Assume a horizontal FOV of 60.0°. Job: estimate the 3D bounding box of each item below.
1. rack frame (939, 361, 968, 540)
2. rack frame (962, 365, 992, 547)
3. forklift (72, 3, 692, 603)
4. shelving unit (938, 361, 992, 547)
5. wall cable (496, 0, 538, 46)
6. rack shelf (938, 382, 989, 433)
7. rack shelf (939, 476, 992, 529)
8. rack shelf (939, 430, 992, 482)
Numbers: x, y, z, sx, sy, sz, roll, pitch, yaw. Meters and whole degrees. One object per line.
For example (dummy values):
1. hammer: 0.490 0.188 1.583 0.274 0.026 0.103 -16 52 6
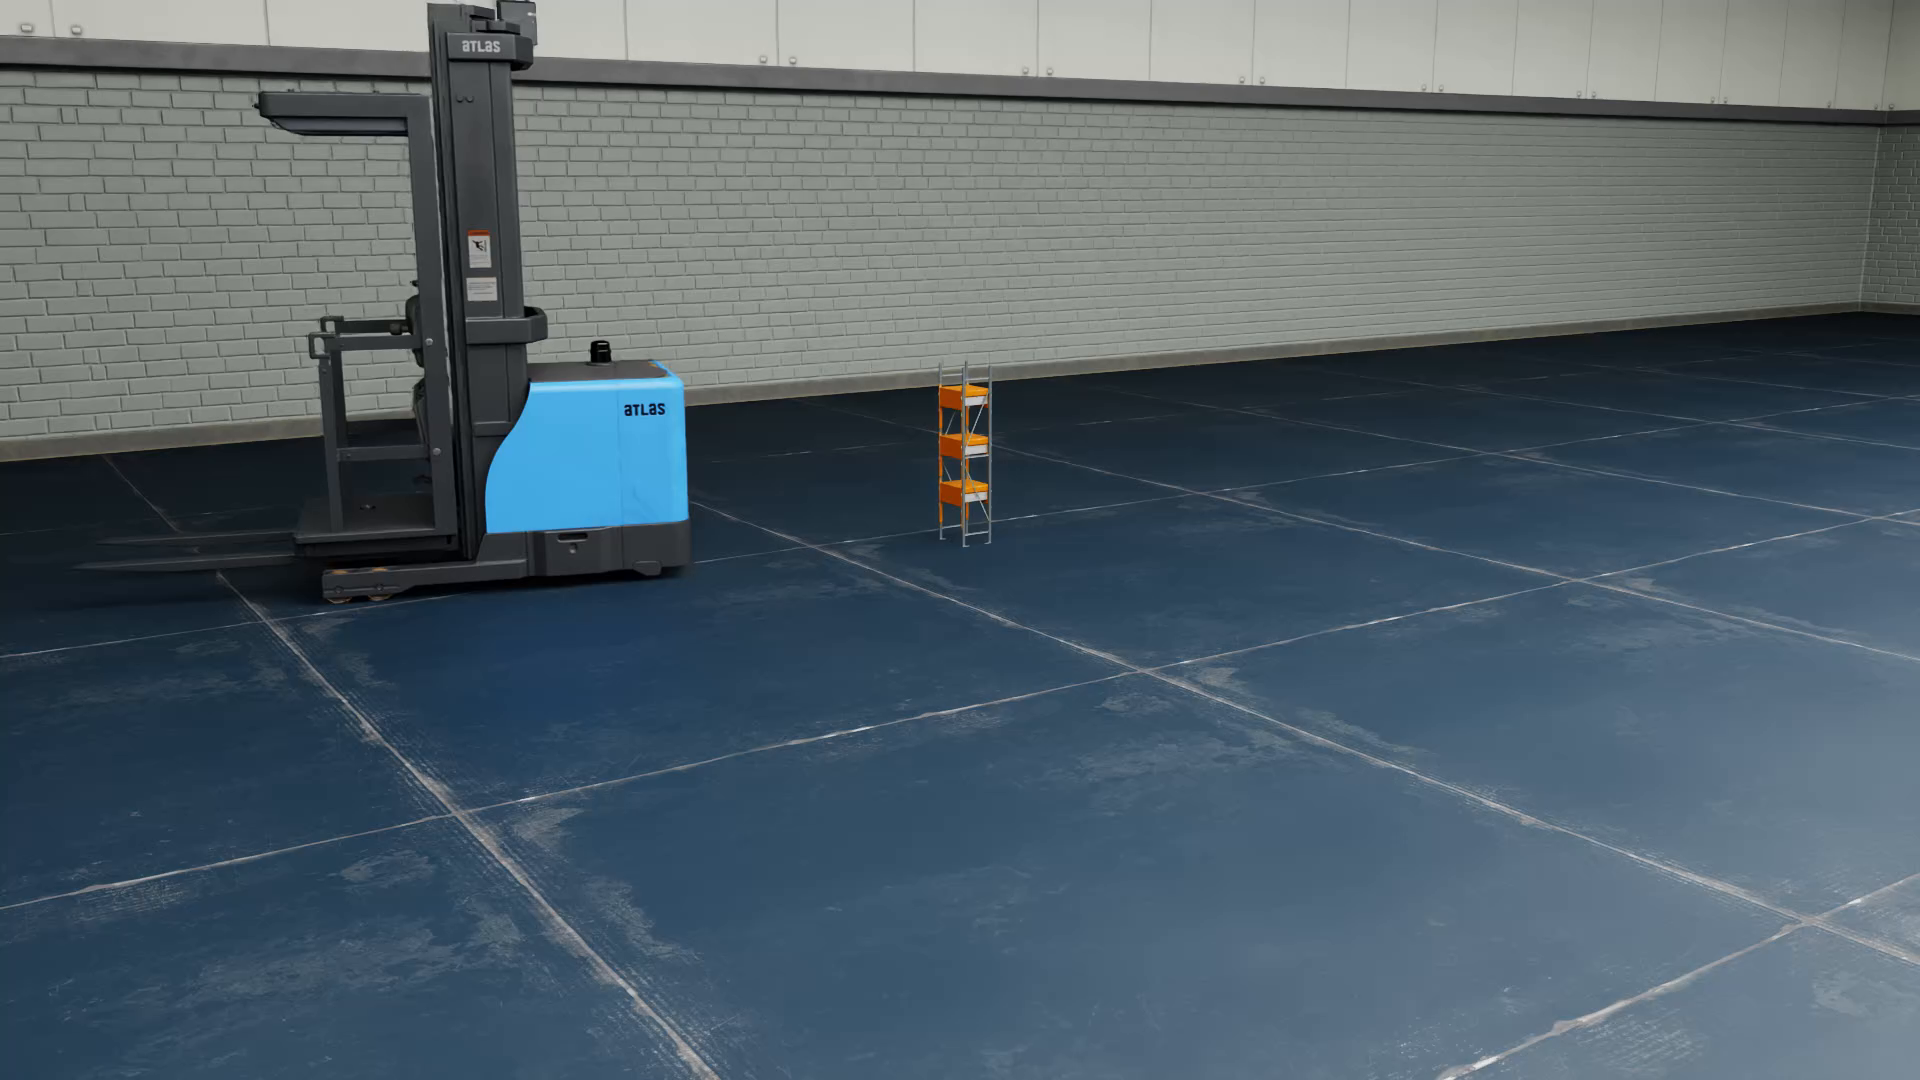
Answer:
1. rack frame: -0.038 -0.525 9.805 0.200 1.050 0.008 -8 15 -33
2. rack frame: 0.097 -0.482 9.607 0.200 1.050 0.008 -8 15 -33
3. forklift: -3.021 -1.237 8.659 3.031 2.935 1.130 -4 13 -17
4. shelving unit: 0.030 -0.503 9.706 0.215 1.050 0.252 -8 15 -33
5. wall cable: -2.906 -7.252 13.999 2.305 6.003 0.169 -8 15 -33
6. rack shelf: 0.030 -0.770 9.648 0.215 0.259 0.240 -8 15 -33
7. rack shelf: 0.030 -0.222 9.768 0.215 0.259 0.240 -8 15 -33
8. rack shelf: 0.030 -0.493 9.708 0.215 0.259 0.240 -8 15 -33
